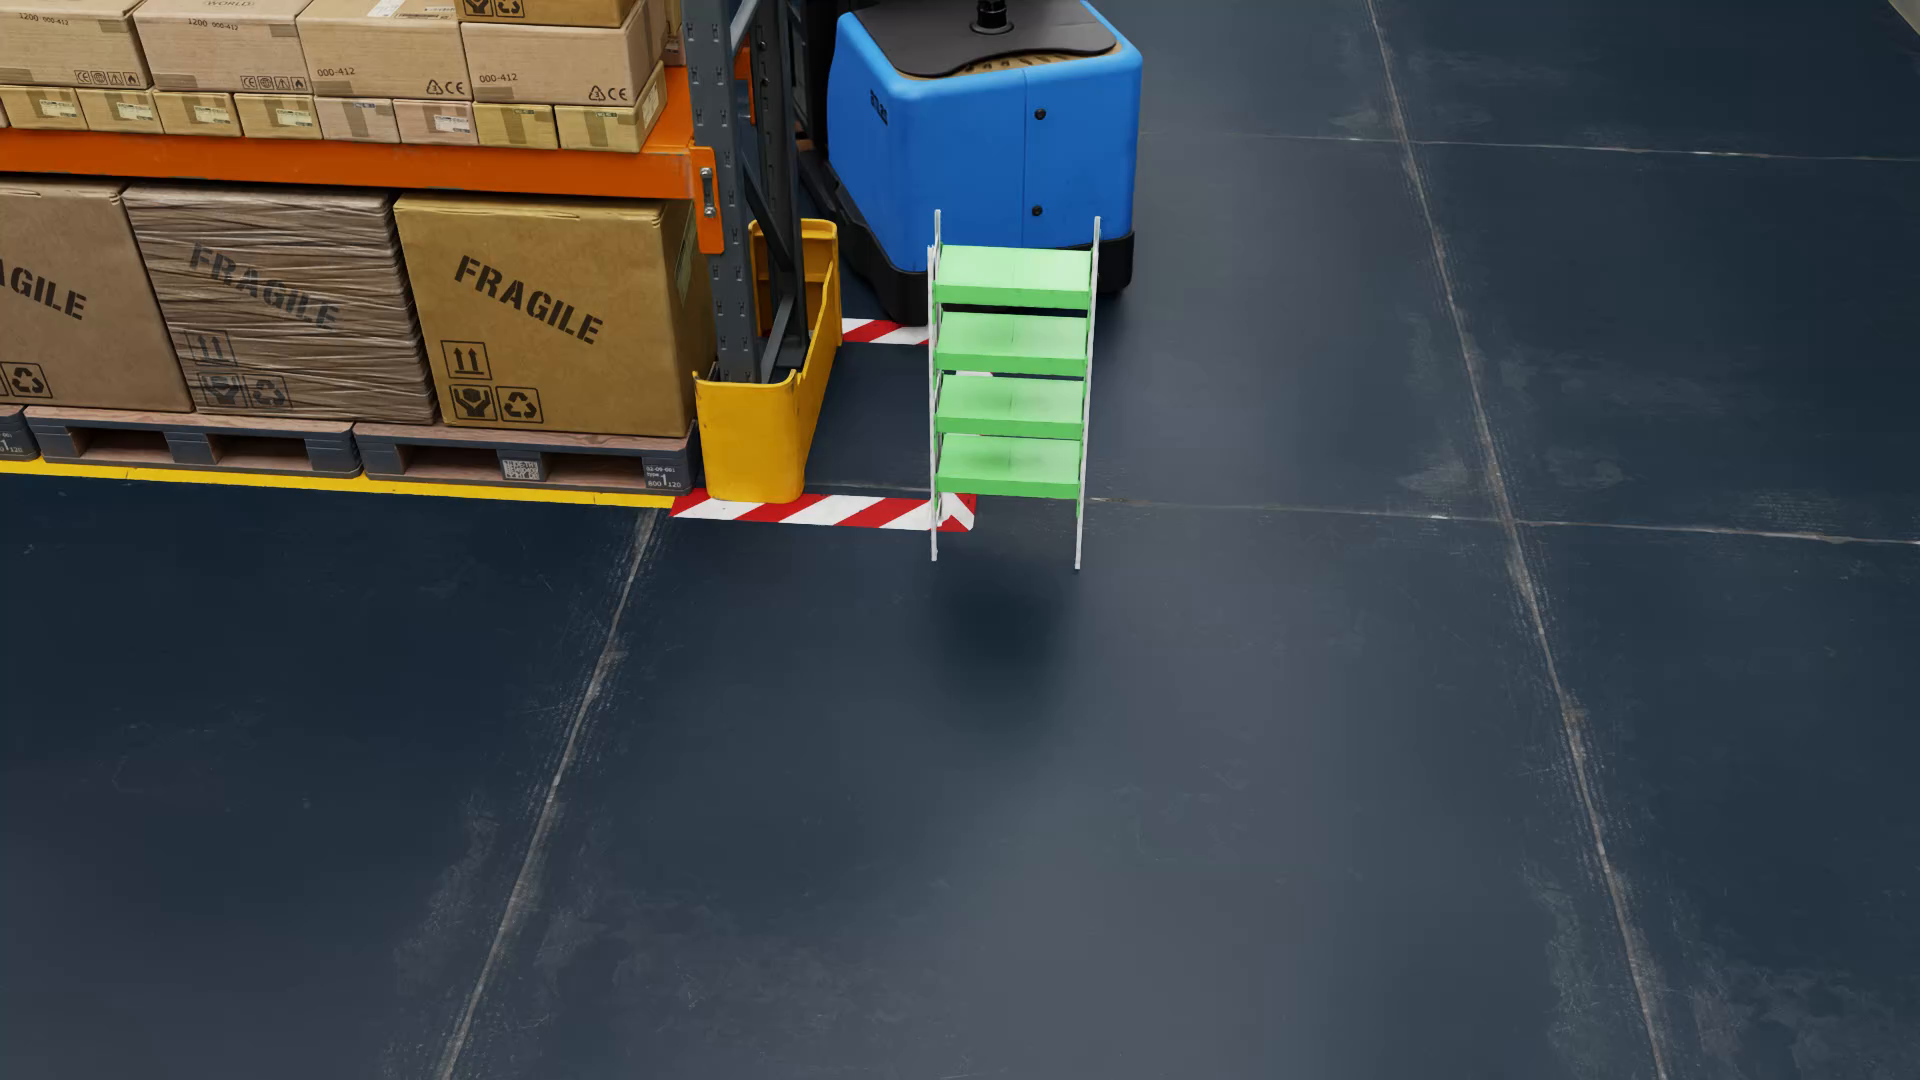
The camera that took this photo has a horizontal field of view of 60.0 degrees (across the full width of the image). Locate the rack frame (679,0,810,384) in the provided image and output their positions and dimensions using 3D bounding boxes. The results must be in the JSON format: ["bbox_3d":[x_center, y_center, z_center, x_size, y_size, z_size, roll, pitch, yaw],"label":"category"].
[{"bbox_3d":[-0.717,-1.667,5.421,0.127,3.000,1.000,3,39,4],"label":"rack frame"}]

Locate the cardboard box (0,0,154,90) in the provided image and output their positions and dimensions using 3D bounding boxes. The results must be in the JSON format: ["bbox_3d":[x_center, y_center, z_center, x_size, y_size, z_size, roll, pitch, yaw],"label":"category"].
[{"bbox_3d":[-2.754,-1.665,5.302,0.500,0.250,0.500,3,39,4],"label":"cardboard box"}]

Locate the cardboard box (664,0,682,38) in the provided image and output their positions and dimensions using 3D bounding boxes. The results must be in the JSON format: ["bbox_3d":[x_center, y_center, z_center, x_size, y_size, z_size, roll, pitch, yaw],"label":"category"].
[{"bbox_3d":[-1.172,-1.920,5.616,0.500,0.250,0.500,2,39,3],"label":"cardboard box"}]

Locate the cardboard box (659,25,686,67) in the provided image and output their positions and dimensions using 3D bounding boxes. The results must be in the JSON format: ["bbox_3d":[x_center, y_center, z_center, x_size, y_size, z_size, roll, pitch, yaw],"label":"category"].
[{"bbox_3d":[-1.042,-1.796,5.779,0.250,0.149,0.380,4,39,4],"label":"cardboard box"}]

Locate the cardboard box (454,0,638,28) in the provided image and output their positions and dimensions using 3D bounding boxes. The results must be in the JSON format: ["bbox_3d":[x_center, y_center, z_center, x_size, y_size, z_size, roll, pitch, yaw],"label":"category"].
[{"bbox_3d":[-1.225,-1.876,4.968,0.500,0.500,0.500,4,39,4],"label":"cardboard box"}]

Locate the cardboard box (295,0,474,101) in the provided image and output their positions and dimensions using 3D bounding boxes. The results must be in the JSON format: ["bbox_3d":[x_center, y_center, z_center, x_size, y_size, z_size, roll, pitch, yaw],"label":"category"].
[{"bbox_3d":[-1.728,-1.611,5.237,0.500,0.250,0.500,2,39,3],"label":"cardboard box"}]

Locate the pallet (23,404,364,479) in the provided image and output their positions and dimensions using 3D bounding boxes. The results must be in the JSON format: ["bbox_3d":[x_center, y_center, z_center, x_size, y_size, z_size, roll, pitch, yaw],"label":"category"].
[{"bbox_3d":[-2.732,-0.648,6.378,1.213,0.211,1.003,3,39,4],"label":"pallet"}]

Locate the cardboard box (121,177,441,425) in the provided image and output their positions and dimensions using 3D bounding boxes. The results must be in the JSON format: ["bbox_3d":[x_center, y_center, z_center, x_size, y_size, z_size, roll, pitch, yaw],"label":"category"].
[{"bbox_3d":[-2.268,-1.040,6.001,0.875,0.875,0.875,3,39,4],"label":"cardboard box"}]

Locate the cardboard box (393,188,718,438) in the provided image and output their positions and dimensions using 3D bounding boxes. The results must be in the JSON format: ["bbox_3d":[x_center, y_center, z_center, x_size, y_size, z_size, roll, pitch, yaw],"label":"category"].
[{"bbox_3d":[-1.361,-0.990,5.941,0.875,0.875,0.875,3,39,4],"label":"cardboard box"}]

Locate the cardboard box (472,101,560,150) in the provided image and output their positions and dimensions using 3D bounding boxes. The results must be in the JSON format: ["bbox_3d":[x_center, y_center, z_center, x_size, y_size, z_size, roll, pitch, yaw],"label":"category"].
[{"bbox_3d":[-1.359,-1.395,5.286,0.250,0.149,0.380,4,39,4],"label":"cardboard box"}]

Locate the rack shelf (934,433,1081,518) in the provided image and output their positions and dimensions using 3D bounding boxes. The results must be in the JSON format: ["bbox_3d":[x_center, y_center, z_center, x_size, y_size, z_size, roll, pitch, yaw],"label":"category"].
[{"bbox_3d":[0.165,-0.221,5.552,0.480,0.148,0.258,3,39,4],"label":"rack shelf"}]

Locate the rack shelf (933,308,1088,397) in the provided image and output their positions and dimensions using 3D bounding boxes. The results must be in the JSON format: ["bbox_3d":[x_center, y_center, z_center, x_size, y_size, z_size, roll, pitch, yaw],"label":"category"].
[{"bbox_3d":[0.165,-0.593,5.249,0.480,0.148,0.258,3,39,4],"label":"rack shelf"}]

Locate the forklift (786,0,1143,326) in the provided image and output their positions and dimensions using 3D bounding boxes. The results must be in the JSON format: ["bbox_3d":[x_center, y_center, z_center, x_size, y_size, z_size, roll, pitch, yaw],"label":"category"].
[{"bbox_3d":[-0.238,-2.936,7.035,1.130,2.935,3.031,-12,41,-15],"label":"forklift"}]

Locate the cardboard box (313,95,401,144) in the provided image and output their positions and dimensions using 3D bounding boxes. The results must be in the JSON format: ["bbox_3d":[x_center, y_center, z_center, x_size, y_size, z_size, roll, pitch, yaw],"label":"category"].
[{"bbox_3d":[-1.859,-1.423,5.321,0.250,0.149,0.380,4,39,5],"label":"cardboard box"}]

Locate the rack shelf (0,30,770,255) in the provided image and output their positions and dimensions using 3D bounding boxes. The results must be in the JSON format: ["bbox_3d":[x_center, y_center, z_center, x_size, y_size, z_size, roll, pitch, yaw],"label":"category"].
[{"bbox_3d":[-2.709,-1.497,5.782,4.000,0.370,1.077,3,39,4],"label":"rack shelf"}]

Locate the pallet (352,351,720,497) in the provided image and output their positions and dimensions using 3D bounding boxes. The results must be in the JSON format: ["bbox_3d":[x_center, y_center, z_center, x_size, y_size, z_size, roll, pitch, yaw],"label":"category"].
[{"bbox_3d":[-1.520,-0.579,6.295,1.213,0.211,1.003,3,39,4],"label":"pallet"}]

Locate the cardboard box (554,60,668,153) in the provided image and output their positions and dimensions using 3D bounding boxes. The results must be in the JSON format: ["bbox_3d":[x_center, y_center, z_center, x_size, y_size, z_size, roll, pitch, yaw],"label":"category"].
[{"bbox_3d":[-1.100,-1.382,5.270,0.250,0.149,0.380,4,39,5],"label":"cardboard box"}]

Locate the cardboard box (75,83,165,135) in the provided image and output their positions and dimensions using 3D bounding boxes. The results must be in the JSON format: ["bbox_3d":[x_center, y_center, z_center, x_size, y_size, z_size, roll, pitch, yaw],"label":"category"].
[{"bbox_3d":[-2.623,-1.465,5.373,0.250,0.149,0.380,4,39,5],"label":"cardboard box"}]

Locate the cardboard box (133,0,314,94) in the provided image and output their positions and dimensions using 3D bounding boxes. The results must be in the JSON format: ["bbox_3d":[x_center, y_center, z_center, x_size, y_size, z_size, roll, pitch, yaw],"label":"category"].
[{"bbox_3d":[-2.235,-1.639,5.271,0.500,0.250,0.500,2,39,2],"label":"cardboard box"}]

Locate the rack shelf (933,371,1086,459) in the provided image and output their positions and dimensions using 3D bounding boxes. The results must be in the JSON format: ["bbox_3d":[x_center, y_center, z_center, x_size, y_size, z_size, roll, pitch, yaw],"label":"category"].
[{"bbox_3d":[0.165,-0.407,5.400,0.480,0.148,0.258,3,39,4],"label":"rack shelf"}]

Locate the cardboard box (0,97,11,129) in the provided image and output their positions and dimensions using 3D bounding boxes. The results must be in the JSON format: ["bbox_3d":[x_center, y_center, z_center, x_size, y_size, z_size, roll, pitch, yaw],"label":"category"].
[{"bbox_3d":[-3.144,-1.492,5.405,0.250,0.149,0.380,4,39,4],"label":"cardboard box"}]

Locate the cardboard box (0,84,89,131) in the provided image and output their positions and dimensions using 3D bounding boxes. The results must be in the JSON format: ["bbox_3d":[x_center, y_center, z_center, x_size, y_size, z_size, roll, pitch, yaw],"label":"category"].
[{"bbox_3d":[-2.883,-1.478,5.389,0.250,0.149,0.380,2,39,3],"label":"cardboard box"}]

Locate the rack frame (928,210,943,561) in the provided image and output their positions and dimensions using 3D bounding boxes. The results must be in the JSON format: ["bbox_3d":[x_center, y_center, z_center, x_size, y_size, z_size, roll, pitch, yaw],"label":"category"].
[{"bbox_3d":[-0.078,-0.470,5.376,0.015,1.200,0.240,3,39,4],"label":"rack frame"}]

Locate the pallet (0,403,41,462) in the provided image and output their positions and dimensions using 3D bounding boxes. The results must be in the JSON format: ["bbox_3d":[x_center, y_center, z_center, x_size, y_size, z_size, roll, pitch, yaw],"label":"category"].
[{"bbox_3d":[-3.951,-0.712,6.458,1.213,0.211,1.003,3,39,4],"label":"pallet"}]

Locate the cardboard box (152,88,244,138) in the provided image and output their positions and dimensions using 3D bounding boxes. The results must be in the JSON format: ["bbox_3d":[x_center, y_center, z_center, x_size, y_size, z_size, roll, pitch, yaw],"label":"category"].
[{"bbox_3d":[-2.376,-1.450,5.354,0.250,0.149,0.380,3,39,4],"label":"cardboard box"}]

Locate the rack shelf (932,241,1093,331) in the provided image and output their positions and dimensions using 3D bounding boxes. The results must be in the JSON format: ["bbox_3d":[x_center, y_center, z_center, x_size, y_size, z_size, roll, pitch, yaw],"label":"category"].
[{"bbox_3d":[0.165,-0.779,5.097,0.480,0.148,0.258,3,39,4],"label":"rack shelf"}]

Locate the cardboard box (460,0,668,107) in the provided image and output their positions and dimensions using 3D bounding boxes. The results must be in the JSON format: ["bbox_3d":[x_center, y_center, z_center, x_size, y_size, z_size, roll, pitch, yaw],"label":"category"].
[{"bbox_3d":[-1.222,-1.583,5.202,0.500,0.250,0.500,3,39,3],"label":"cardboard box"}]

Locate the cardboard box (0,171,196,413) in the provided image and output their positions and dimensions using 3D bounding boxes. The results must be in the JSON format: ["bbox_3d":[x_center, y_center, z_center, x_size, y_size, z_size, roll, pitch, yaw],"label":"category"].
[{"bbox_3d":[-3.154,-1.088,6.061,0.875,0.875,0.875,3,39,4],"label":"cardboard box"}]

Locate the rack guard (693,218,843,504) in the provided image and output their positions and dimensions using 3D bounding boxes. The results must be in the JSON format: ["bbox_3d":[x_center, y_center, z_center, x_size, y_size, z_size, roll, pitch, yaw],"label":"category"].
[{"bbox_3d":[-0.693,-0.696,6.209,0.348,0.500,1.175,3,39,4],"label":"rack guard"}]

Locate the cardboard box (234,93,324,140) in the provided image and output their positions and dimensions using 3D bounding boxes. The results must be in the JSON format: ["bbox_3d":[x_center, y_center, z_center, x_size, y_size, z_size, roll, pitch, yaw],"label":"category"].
[{"bbox_3d":[-2.118,-1.436,5.337,0.250,0.149,0.380,2,39,3],"label":"cardboard box"}]

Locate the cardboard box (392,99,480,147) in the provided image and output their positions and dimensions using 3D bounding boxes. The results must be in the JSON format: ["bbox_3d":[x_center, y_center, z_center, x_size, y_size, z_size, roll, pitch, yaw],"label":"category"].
[{"bbox_3d":[-1.610,-1.409,5.304,0.250,0.149,0.380,3,39,4],"label":"cardboard box"}]

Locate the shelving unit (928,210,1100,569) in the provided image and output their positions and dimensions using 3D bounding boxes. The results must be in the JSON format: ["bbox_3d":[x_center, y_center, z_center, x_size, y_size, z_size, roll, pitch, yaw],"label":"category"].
[{"bbox_3d":[0.165,-0.456,5.360,0.503,1.200,0.258,3,39,4],"label":"shelving unit"}]

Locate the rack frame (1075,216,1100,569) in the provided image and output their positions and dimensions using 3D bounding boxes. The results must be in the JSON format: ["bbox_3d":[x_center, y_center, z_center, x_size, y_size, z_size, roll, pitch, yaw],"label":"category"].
[{"bbox_3d":[0.408,-0.443,5.344,0.015,1.200,0.240,3,39,4],"label":"rack frame"}]
